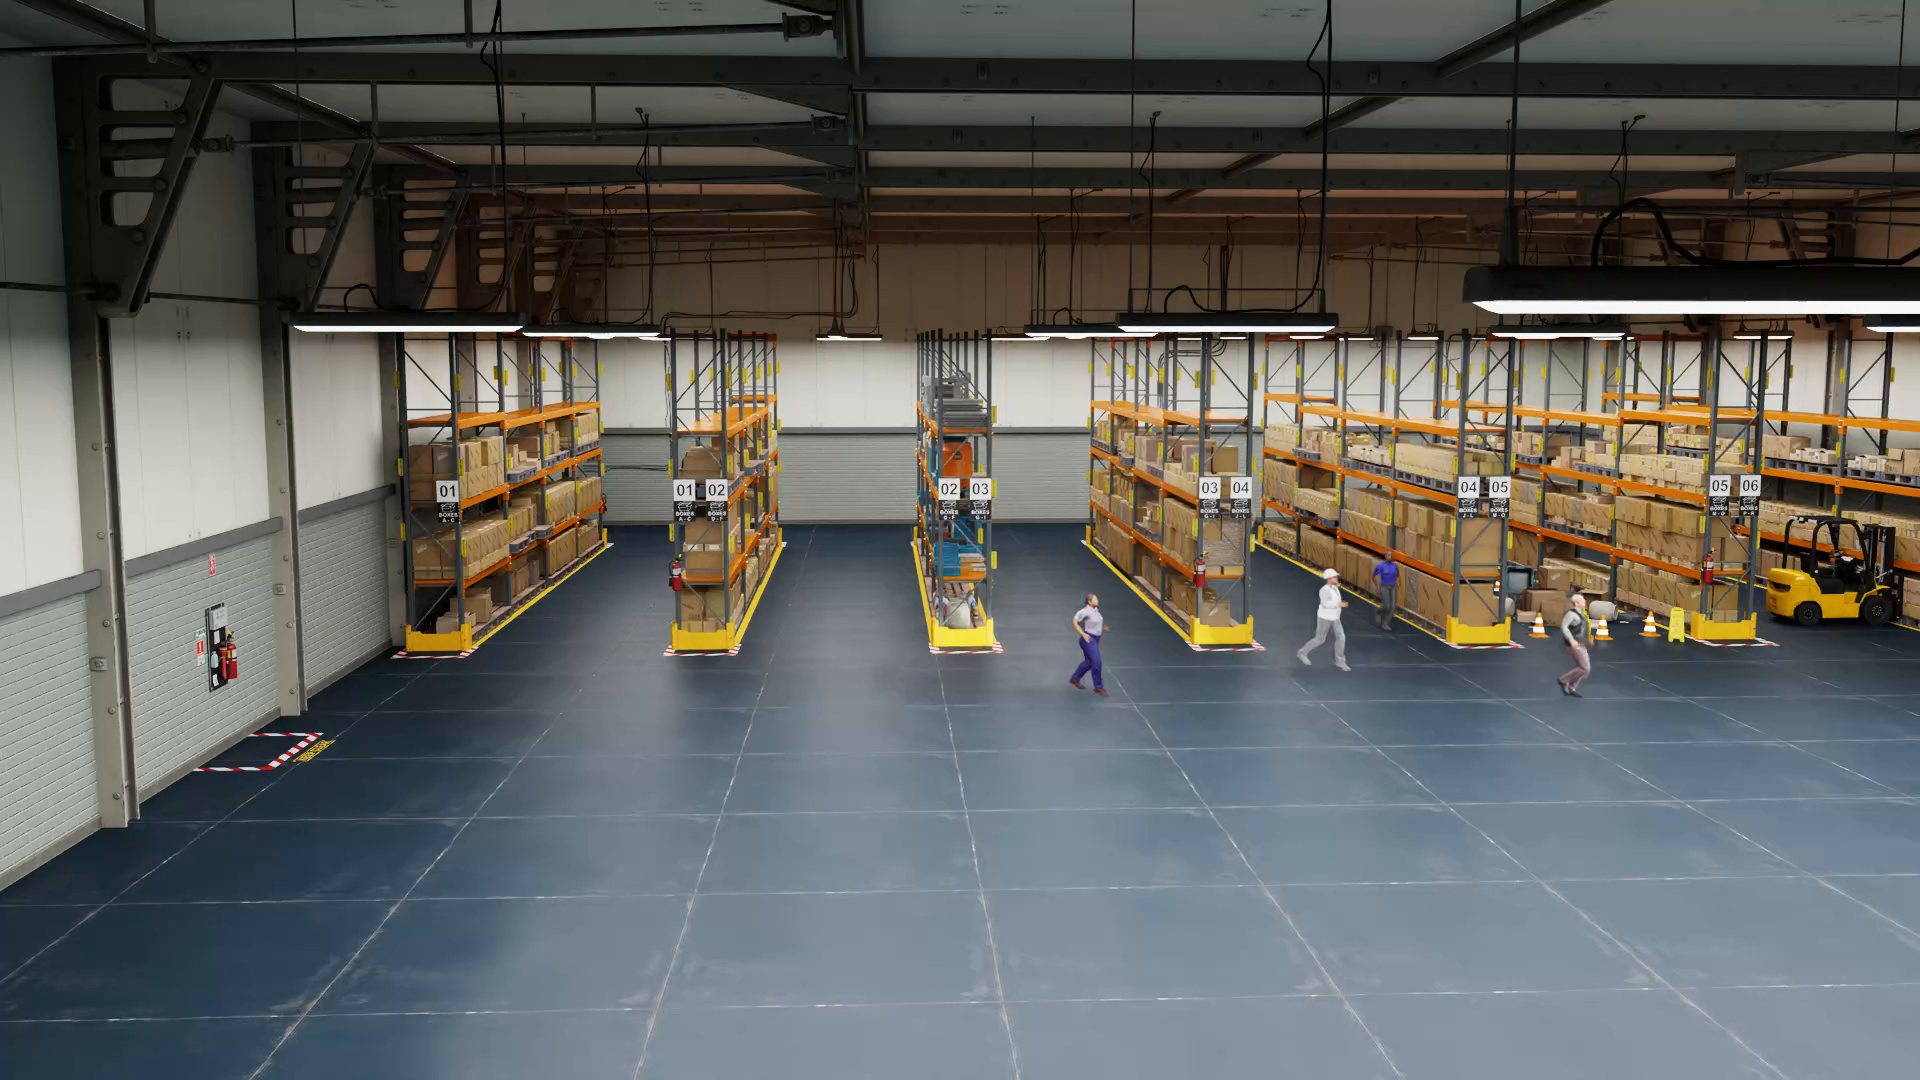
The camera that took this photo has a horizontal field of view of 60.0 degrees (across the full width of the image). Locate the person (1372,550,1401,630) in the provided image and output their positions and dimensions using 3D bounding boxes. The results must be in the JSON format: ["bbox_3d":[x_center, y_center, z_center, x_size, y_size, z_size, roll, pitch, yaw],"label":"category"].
[{"bbox_3d":[8.583,1.006,33.337,0.574,1.612,0.558,-2,7,-13],"label":"person"}]

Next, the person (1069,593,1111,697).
[{"bbox_3d":[2.133,1.710,27.247,0.766,1.681,0.611,3,7,23],"label":"person"}]

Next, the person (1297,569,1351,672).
[{"bbox_3d":[6.447,1.396,29.294,0.939,1.812,0.664,5,8,37],"label":"person"}]

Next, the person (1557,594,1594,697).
[{"bbox_3d":[9.989,1.720,26.934,0.515,1.685,0.666,5,8,35],"label":"person"}]

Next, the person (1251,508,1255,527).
[{"bbox_3d":[7.550,-0.292,44.160,0.594,1.688,0.664,0,7,3],"label":"person"}]
